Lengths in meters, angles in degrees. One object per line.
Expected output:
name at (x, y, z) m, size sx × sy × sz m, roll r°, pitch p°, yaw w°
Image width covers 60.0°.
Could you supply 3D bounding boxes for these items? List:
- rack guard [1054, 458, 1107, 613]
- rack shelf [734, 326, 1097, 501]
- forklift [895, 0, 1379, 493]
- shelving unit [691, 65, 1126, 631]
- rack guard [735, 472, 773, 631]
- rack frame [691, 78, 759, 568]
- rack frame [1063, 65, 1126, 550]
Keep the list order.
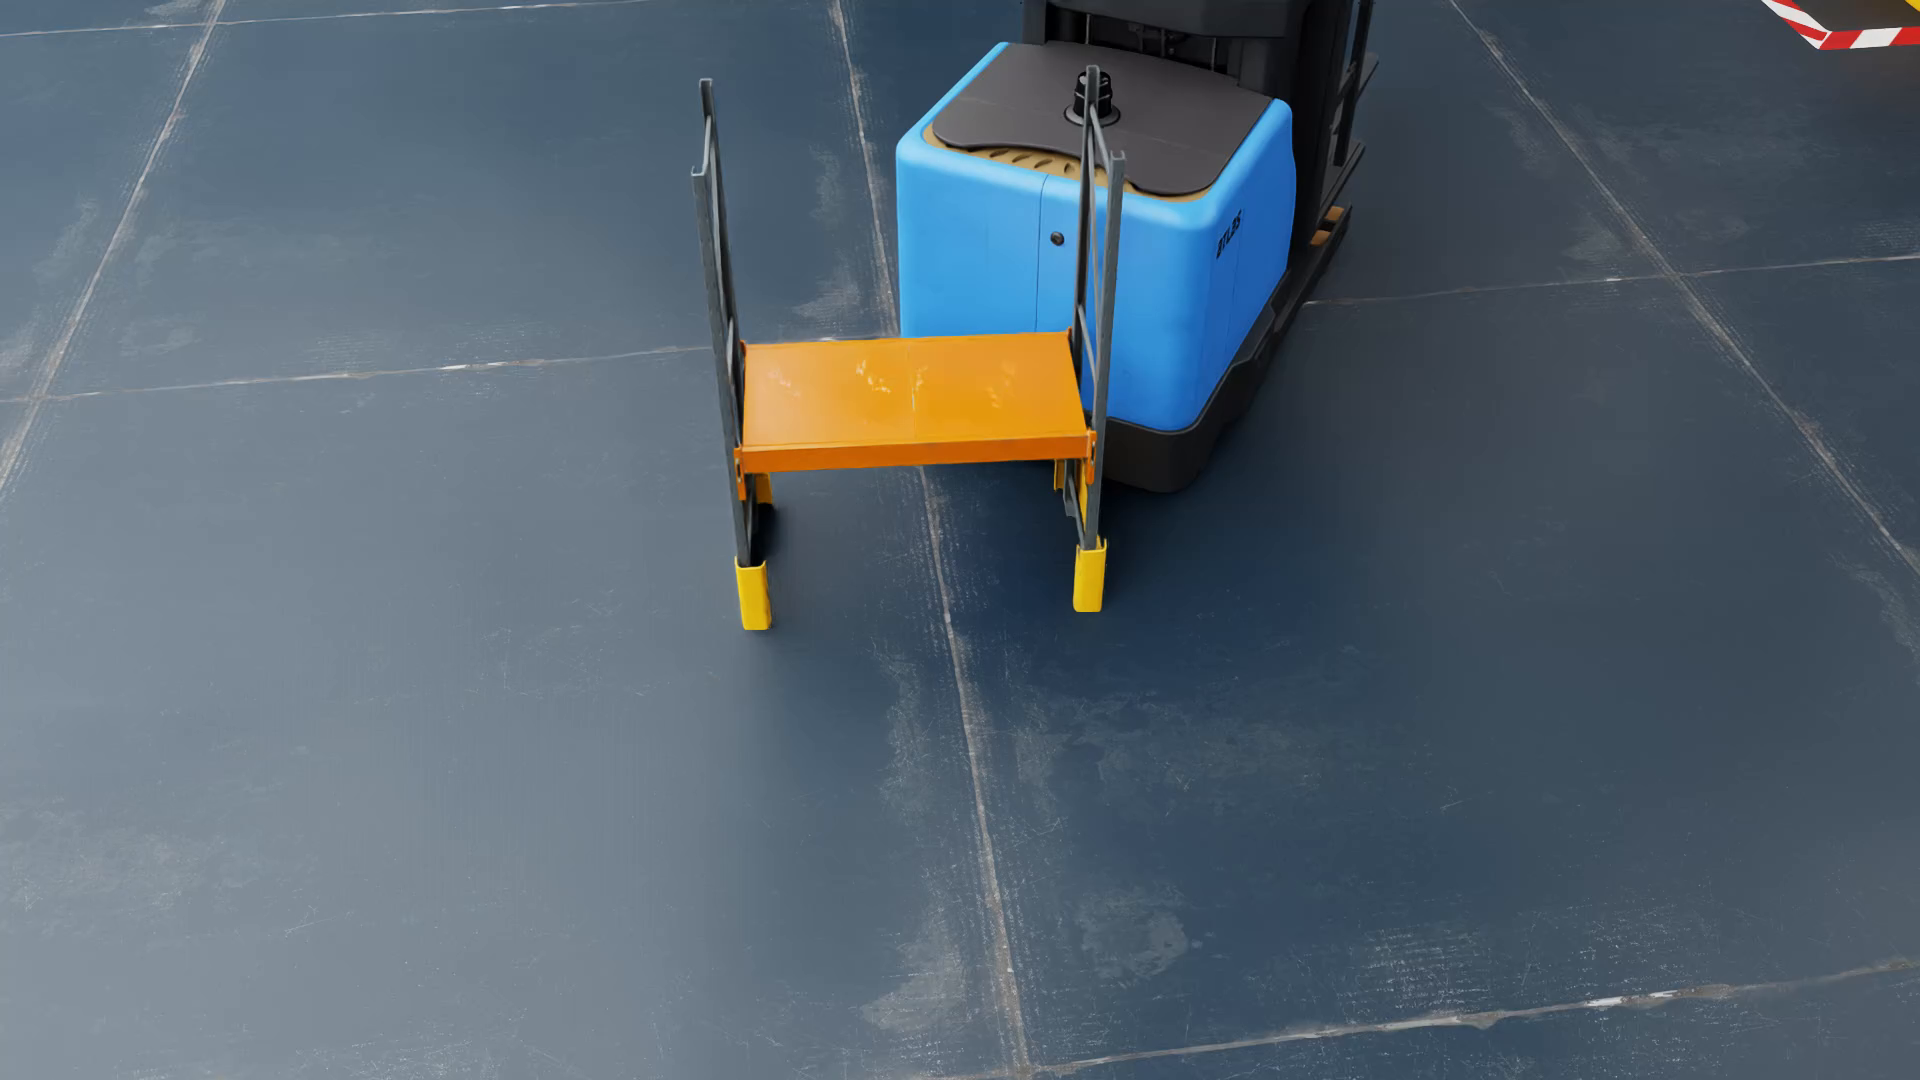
rack guard at (0.367, -0.069, 5.140) m, size 0.087 × 0.250 × 0.587 m, roll -3°, pitch 42°, yaw -3°
rack shelf at (-0.139, -0.374, 4.814) m, size 1.000 × 0.185 × 0.538 m, roll -3°, pitch 42°, yaw -3°
forklift at (0.877, -2.228, 5.532) m, size 1.130 × 2.935 × 3.031 m, roll 18°, pitch 45°, yaw 19°
shelving unit at (-0.130, -0.509, 4.694) m, size 1.083 × 1.500 × 0.587 m, roll -3°, pitch 42°, yaw -3°
rack guard at (-0.626, -0.020, 5.085) m, size 0.087 × 0.250 × 0.587 m, roll -3°, pitch 42°, yaw -3°
rack frame at (-0.646, -0.483, 4.666) m, size 0.032 × 1.500 × 0.500 m, roll -3°, pitch 42°, yaw -3°
rack frame at (0.368, -0.533, 4.721) m, size 0.032 × 1.500 × 0.500 m, roll -3°, pitch 42°, yaw -3°
